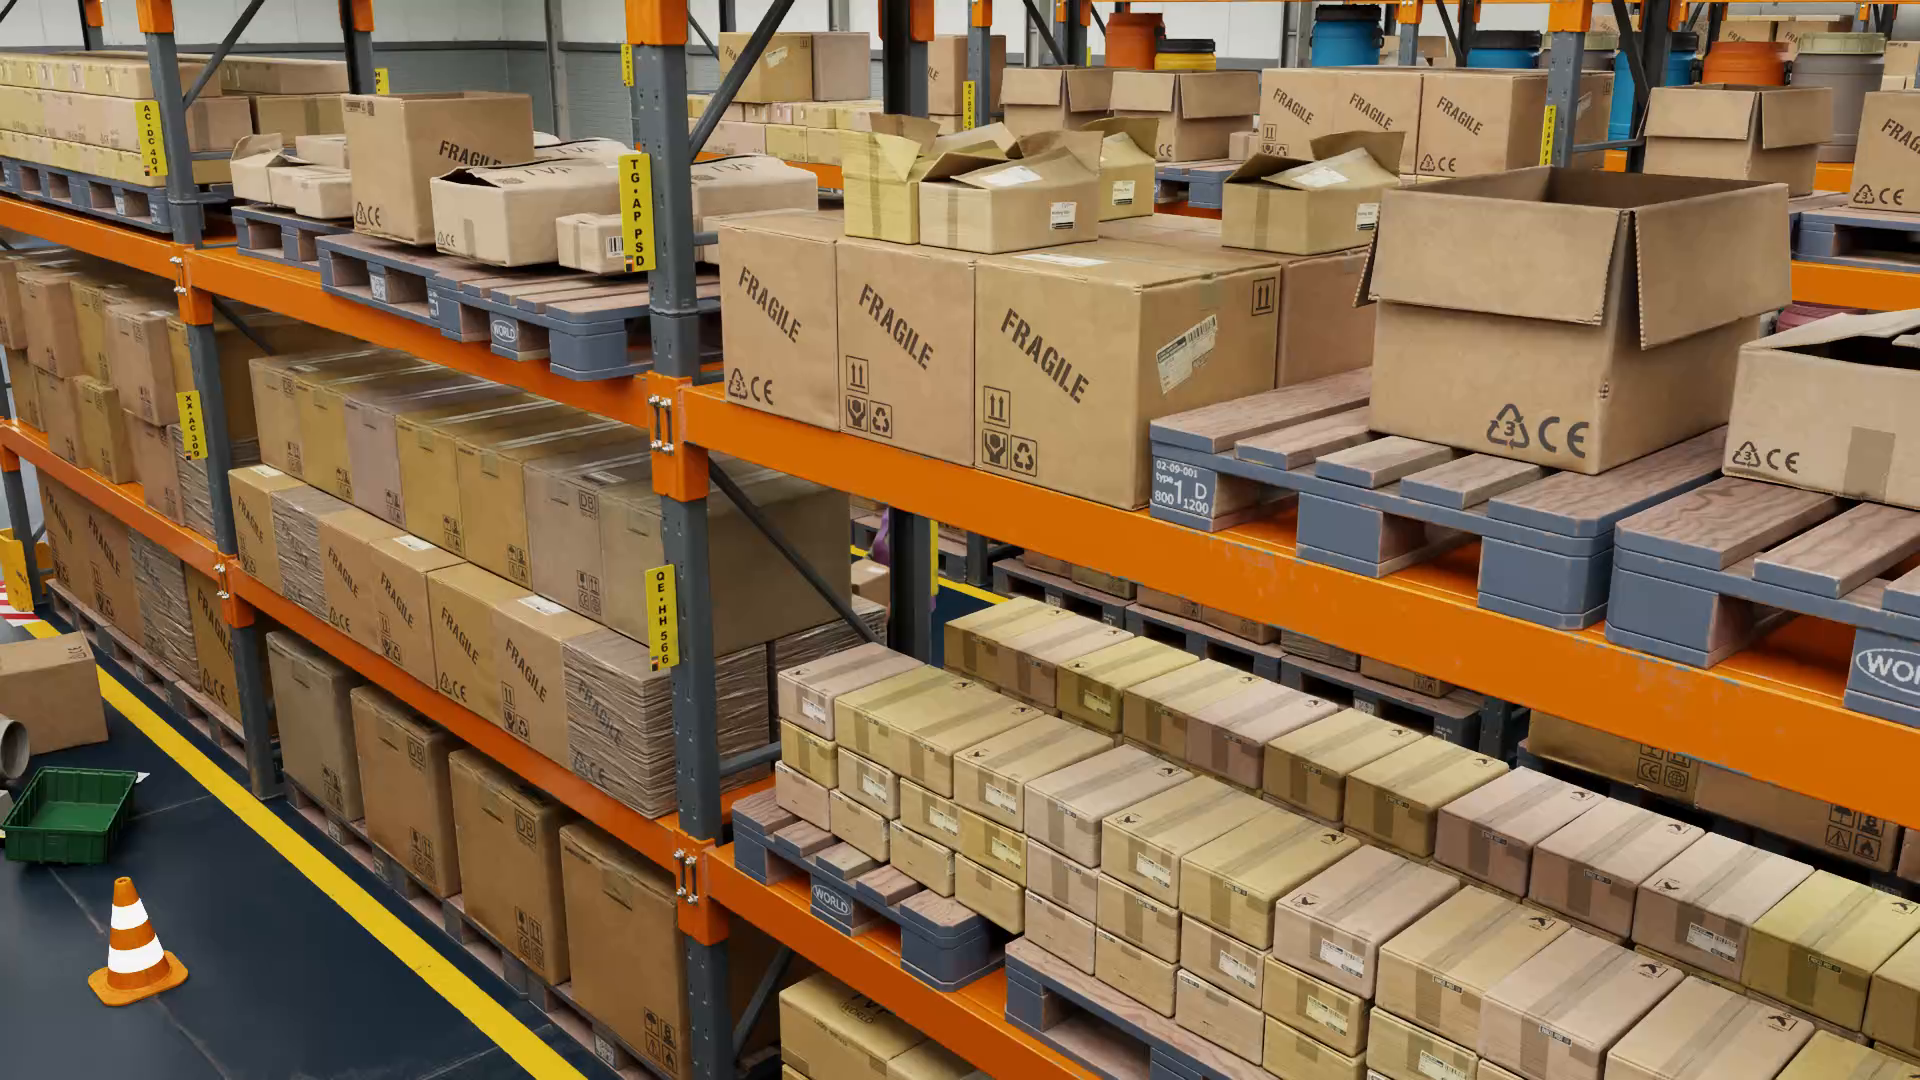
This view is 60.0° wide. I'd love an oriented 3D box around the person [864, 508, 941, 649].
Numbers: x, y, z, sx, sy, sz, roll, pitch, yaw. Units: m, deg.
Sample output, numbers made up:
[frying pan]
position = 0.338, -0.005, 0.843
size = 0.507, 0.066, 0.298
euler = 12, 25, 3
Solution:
[person]
position = -0.363, 0.402, 8.807
size = 0.490, 1.596, 0.404
euler = -16, 23, -40
